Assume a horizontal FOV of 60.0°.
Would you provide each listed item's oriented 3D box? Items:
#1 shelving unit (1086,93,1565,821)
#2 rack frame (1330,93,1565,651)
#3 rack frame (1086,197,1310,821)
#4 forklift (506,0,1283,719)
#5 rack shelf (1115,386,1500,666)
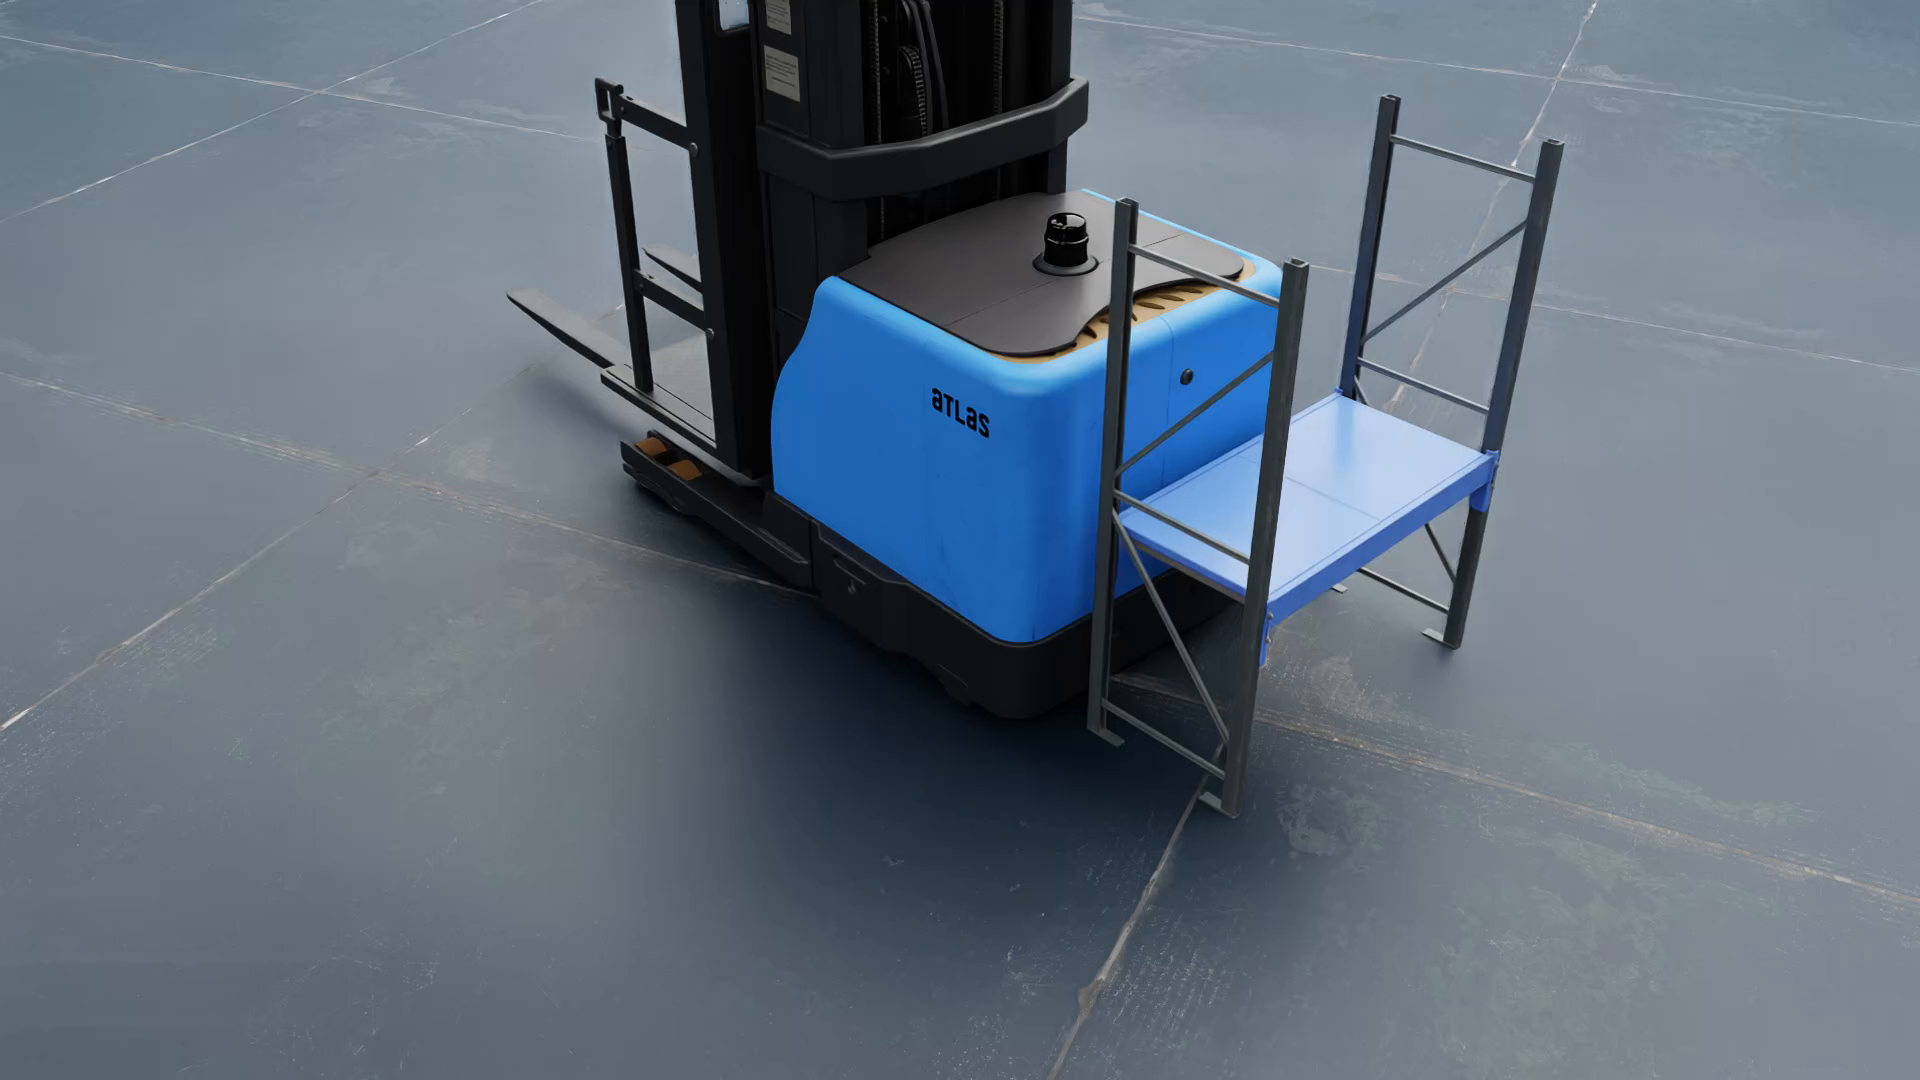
[{"bbox_3d":[0.891,-0.220,4.218,1.048,1.500,0.538,-28,42,-35],"label":"shelving unit"},{"bbox_3d":[1.257,-0.414,4.513,0.032,1.500,0.500,-28,42,-35],"label":"rack frame"},{"bbox_3d":[0.525,-0.027,3.923,0.032,1.500,0.500,-28,42,-35],"label":"rack frame"},{"bbox_3d":[-0.465,-1.480,4.834,1.130,2.935,3.031,-26,41,-34],"label":"forklift"},{"bbox_3d":[0.891,-0.070,4.316,1.000,0.185,0.538,-28,42,-35],"label":"rack shelf"}]
